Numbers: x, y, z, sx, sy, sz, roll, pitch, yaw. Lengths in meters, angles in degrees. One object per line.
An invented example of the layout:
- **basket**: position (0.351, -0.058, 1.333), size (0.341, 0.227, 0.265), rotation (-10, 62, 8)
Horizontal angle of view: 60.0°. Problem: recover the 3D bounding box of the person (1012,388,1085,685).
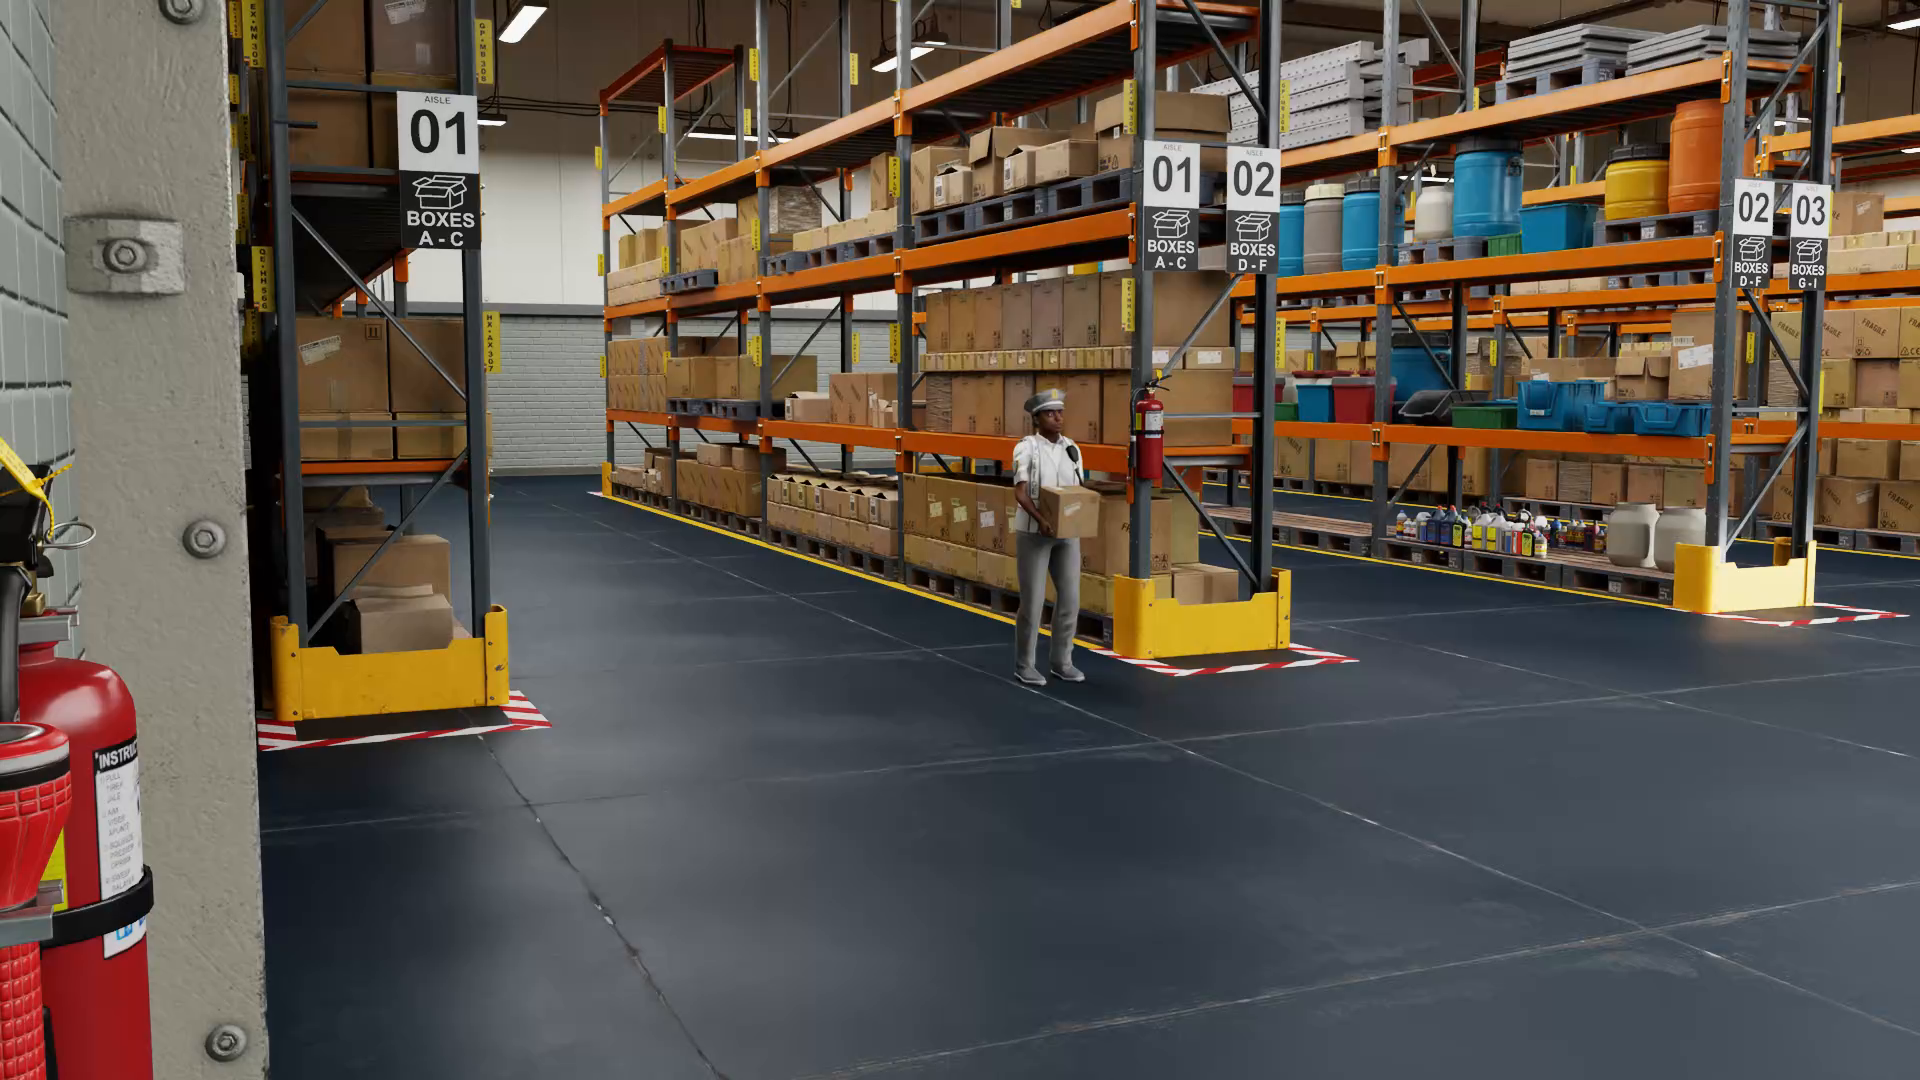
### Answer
- **person**: position (0.535, -0.022, 9.527), size (0.450, 1.688, 0.534), rotation (-2, 6, -23)
